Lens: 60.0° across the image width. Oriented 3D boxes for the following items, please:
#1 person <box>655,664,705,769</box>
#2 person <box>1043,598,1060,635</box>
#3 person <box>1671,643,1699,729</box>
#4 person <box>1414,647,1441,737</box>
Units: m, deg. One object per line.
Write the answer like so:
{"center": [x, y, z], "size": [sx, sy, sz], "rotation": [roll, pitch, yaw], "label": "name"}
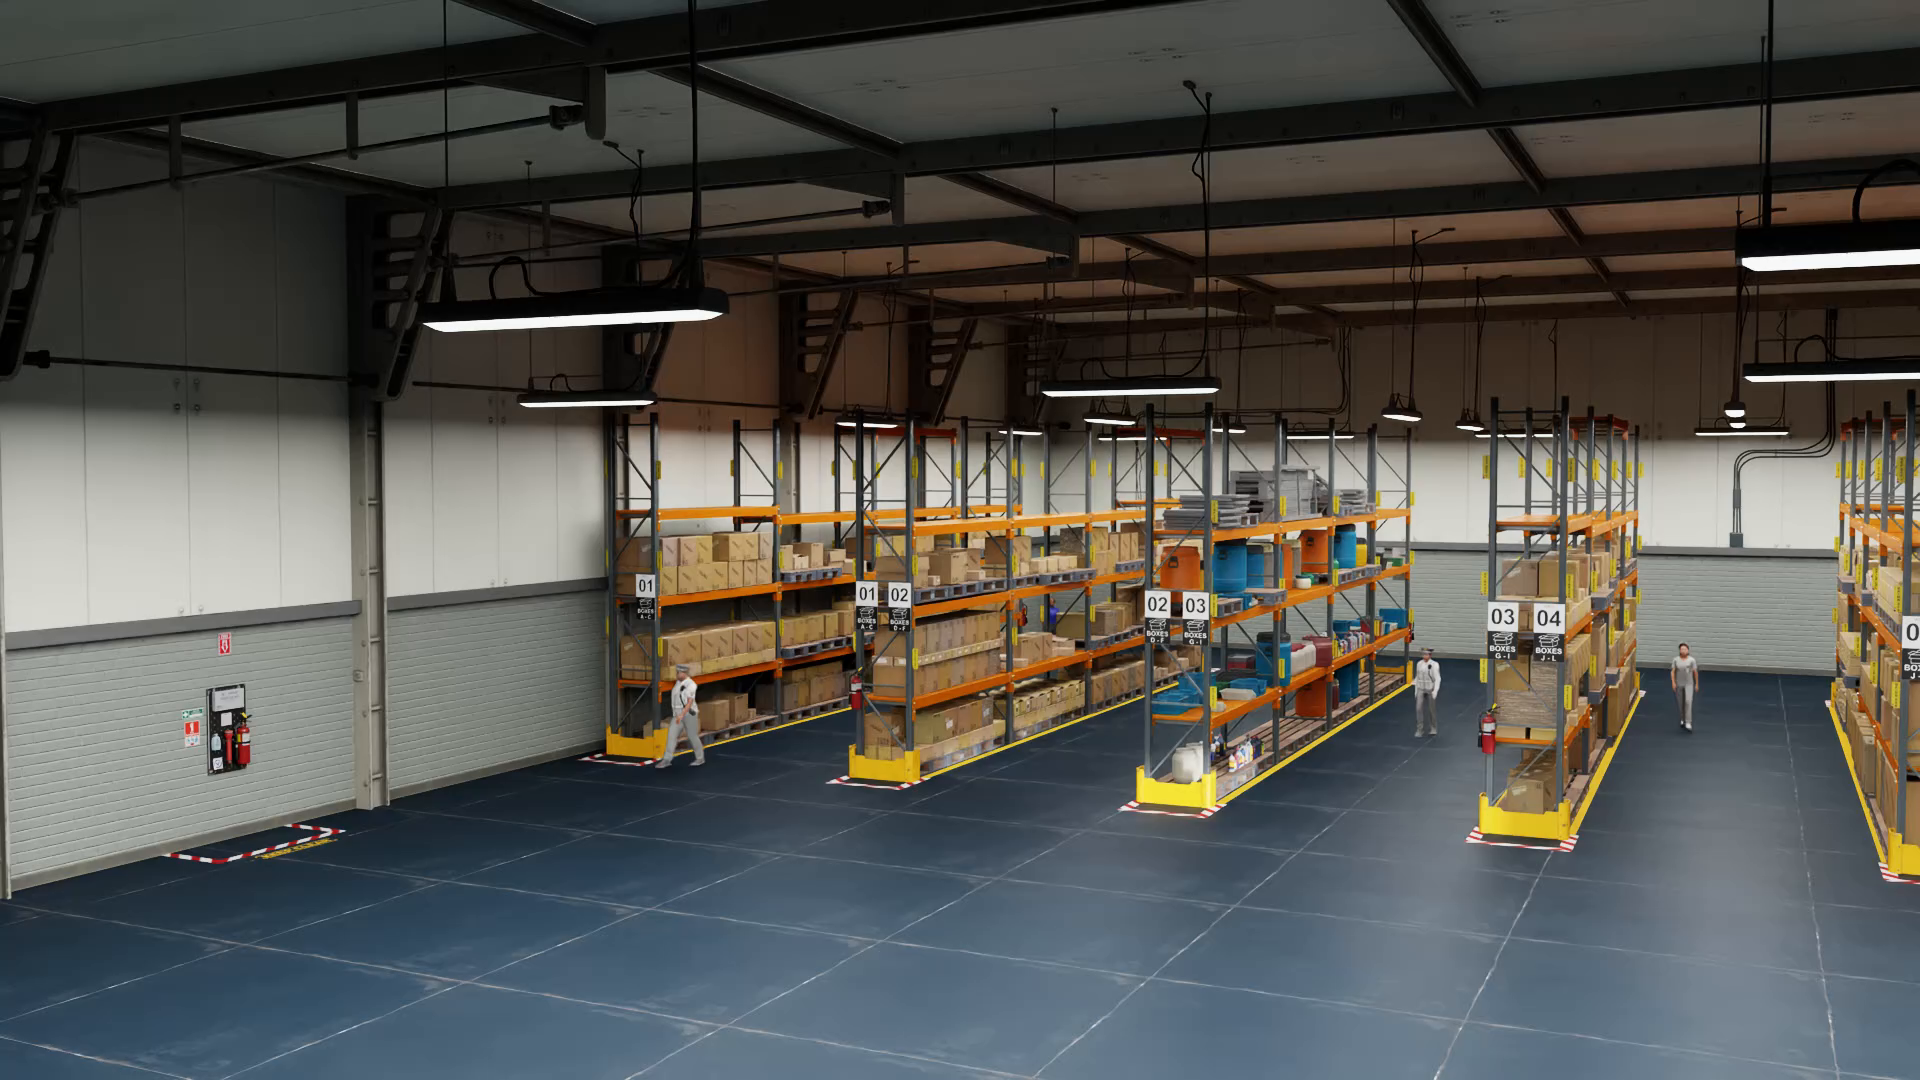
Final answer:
{"center": [-4.702, 2.943, 27.882], "size": [0.552, 1.723, 0.934], "rotation": [2, 3, 44], "label": "person"}
{"center": [2.440, 2.326, 44.129], "size": [0.449, 1.586, 1.081], "rotation": [0, 2, -9], "label": "person"}
{"center": [13.988, 2.809, 32.145], "size": [0.481, 1.626, 0.947], "rotation": [2, 3, 34], "label": "person"}
{"center": [8.801, 2.860, 31.347], "size": [0.539, 1.698, 0.599], "rotation": [2, 3, 43], "label": "person"}
